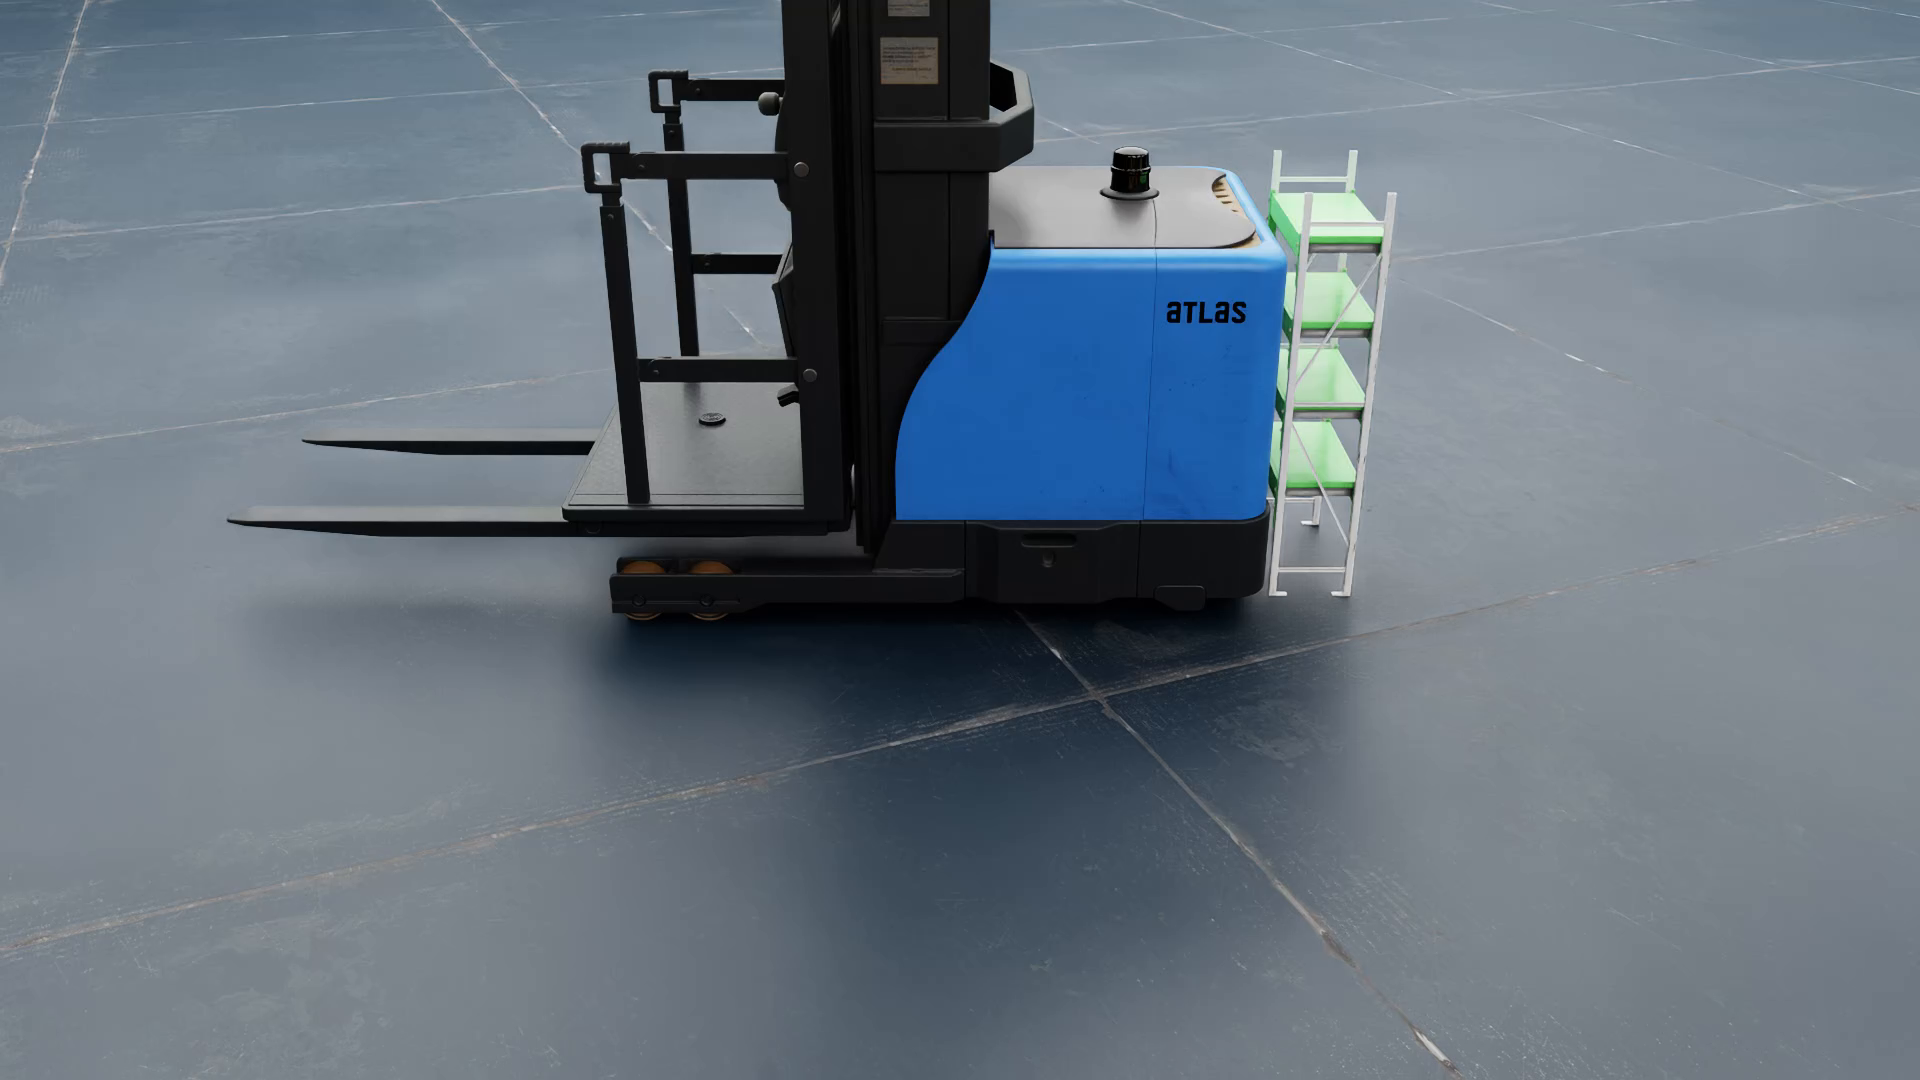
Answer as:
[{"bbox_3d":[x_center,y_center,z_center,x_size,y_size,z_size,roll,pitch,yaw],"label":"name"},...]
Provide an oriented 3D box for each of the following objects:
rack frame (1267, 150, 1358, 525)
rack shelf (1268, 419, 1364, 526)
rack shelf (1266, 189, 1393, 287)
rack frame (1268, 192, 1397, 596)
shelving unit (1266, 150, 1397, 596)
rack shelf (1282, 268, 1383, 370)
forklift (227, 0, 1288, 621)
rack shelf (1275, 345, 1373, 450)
[{"bbox_3d":[1.033,-0.591,5.093,0.240,1.200,0.015,0,26,0],"label":"rack frame"},{"bbox_3d":[1.033,-0.211,5.007,0.258,0.148,0.480,0,26,0],"label":"rack shelf"},{"bbox_3d":[1.033,-0.858,4.691,0.258,0.148,0.480,0,26,0],"label":"rack shelf"},{"bbox_3d":[1.032,-0.377,4.654,0.240,1.200,0.015,0,26,0],"label":"rack frame"},{"bbox_3d":[1.033,-0.484,4.873,0.258,1.200,0.503,0,26,0],"label":"shelving unit"},{"bbox_3d":[1.033,-0.642,4.796,0.258,0.148,0.480,0,26,0],"label":"rack shelf"},{"bbox_3d":[-0.631,-1.318,4.609,3.031,2.935,1.130,0,26,0],"label":"forklift"},{"bbox_3d":[1.033,-0.426,4.901,0.258,0.148,0.480,0,26,0],"label":"rack shelf"}]
